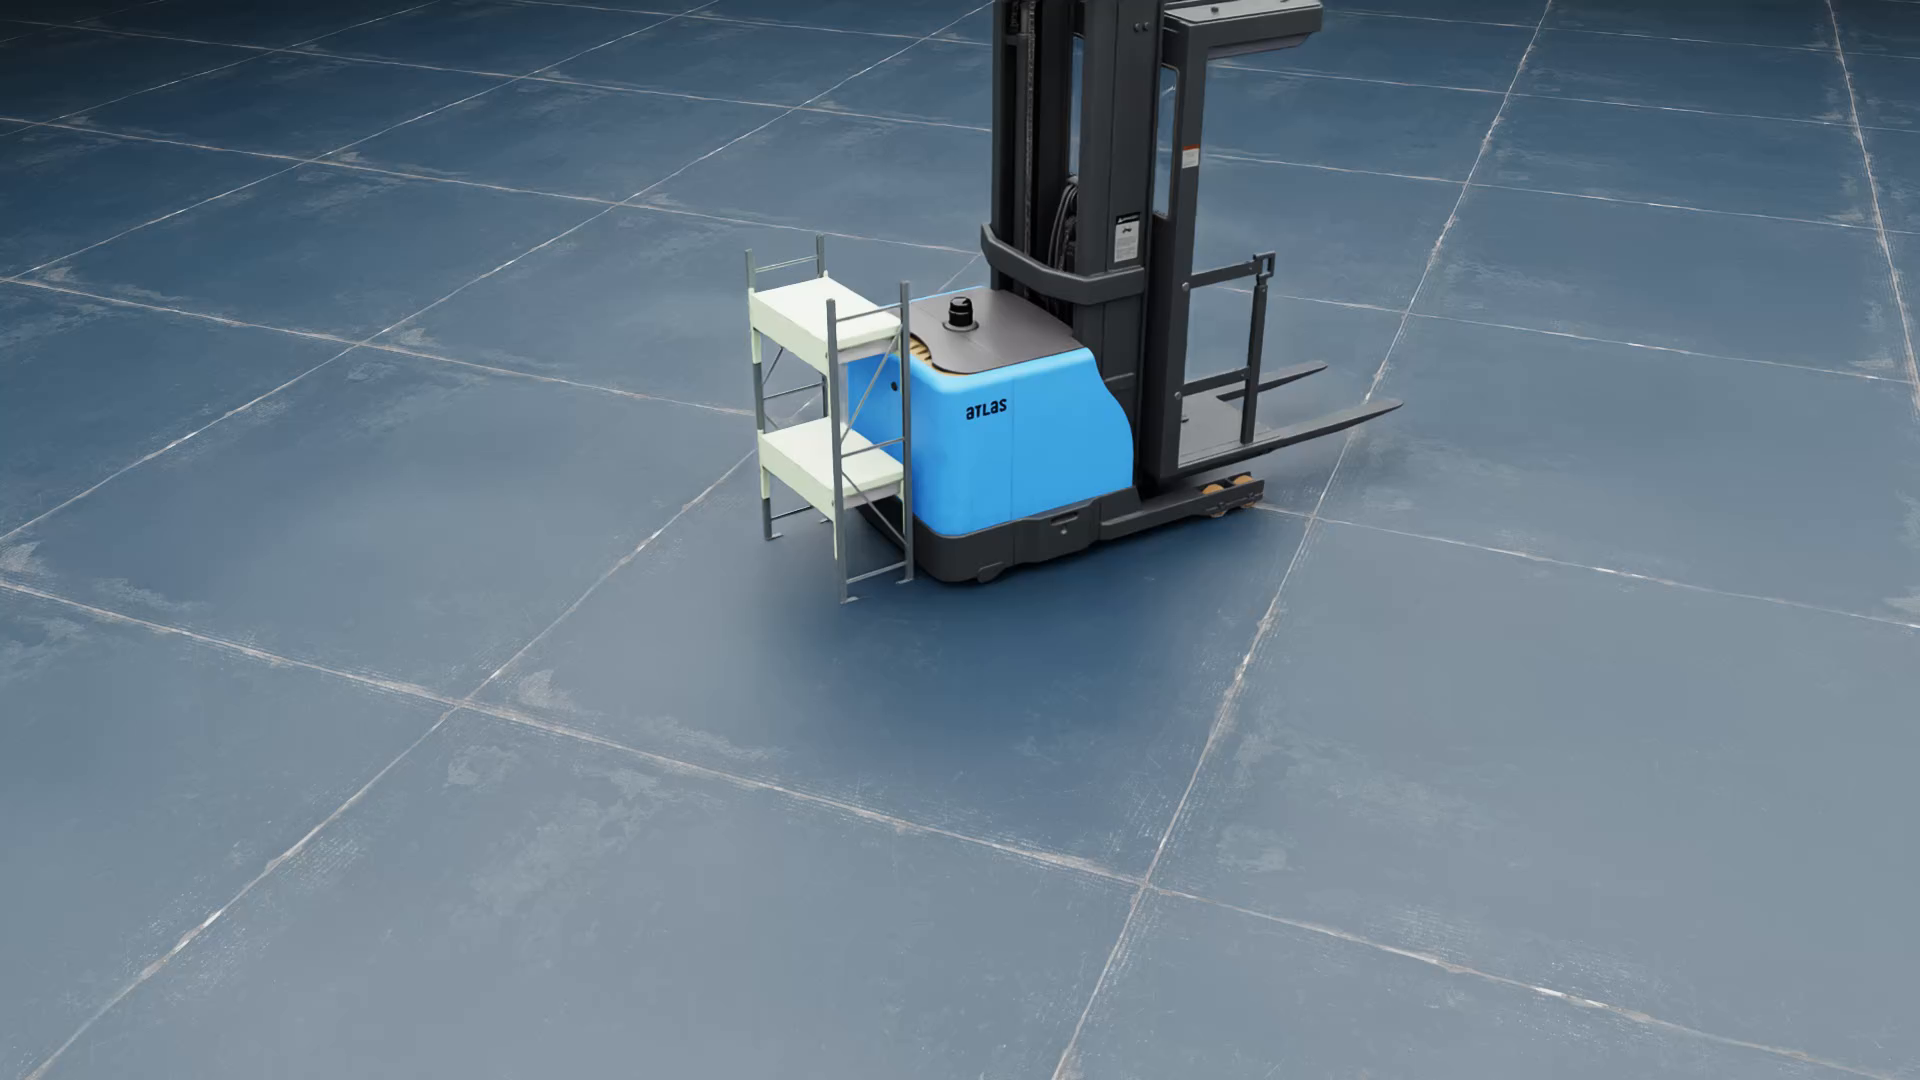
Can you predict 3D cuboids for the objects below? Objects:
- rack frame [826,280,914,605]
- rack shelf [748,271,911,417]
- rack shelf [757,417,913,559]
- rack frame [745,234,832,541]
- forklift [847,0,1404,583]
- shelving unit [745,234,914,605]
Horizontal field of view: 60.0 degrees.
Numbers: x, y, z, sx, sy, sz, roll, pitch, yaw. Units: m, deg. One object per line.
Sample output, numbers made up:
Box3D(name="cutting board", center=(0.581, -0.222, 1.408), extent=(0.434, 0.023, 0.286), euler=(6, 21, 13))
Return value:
Box3D(name="rack frame", center=(-0.392, -0.410, 7.451), extent=(0.400, 1.500, 0.023), euler=(-18, 34, -29))
Box3D(name="rack shelf", center=(-0.596, -0.899, 7.523), extent=(0.431, 0.370, 0.720), euler=(-18, 34, -29))
Box3D(name="rack shelf", center=(-0.596, -0.275, 7.876), extent=(0.431, 0.370, 0.720), euler=(-18, 34, -29))
Box3D(name="rack frame", center=(-0.801, -0.709, 7.980), extent=(0.400, 1.500, 0.023), euler=(-18, 34, -29))
Box3D(name="forklift", center=(0.966, -1.597, 8.096), extent=(3.031, 2.935, 1.130), euler=(-16, 33, -26))
Box3D(name="shelving unit", center=(-0.596, -0.559, 7.715), extent=(0.431, 1.500, 0.755), euler=(-18, 34, -29))
